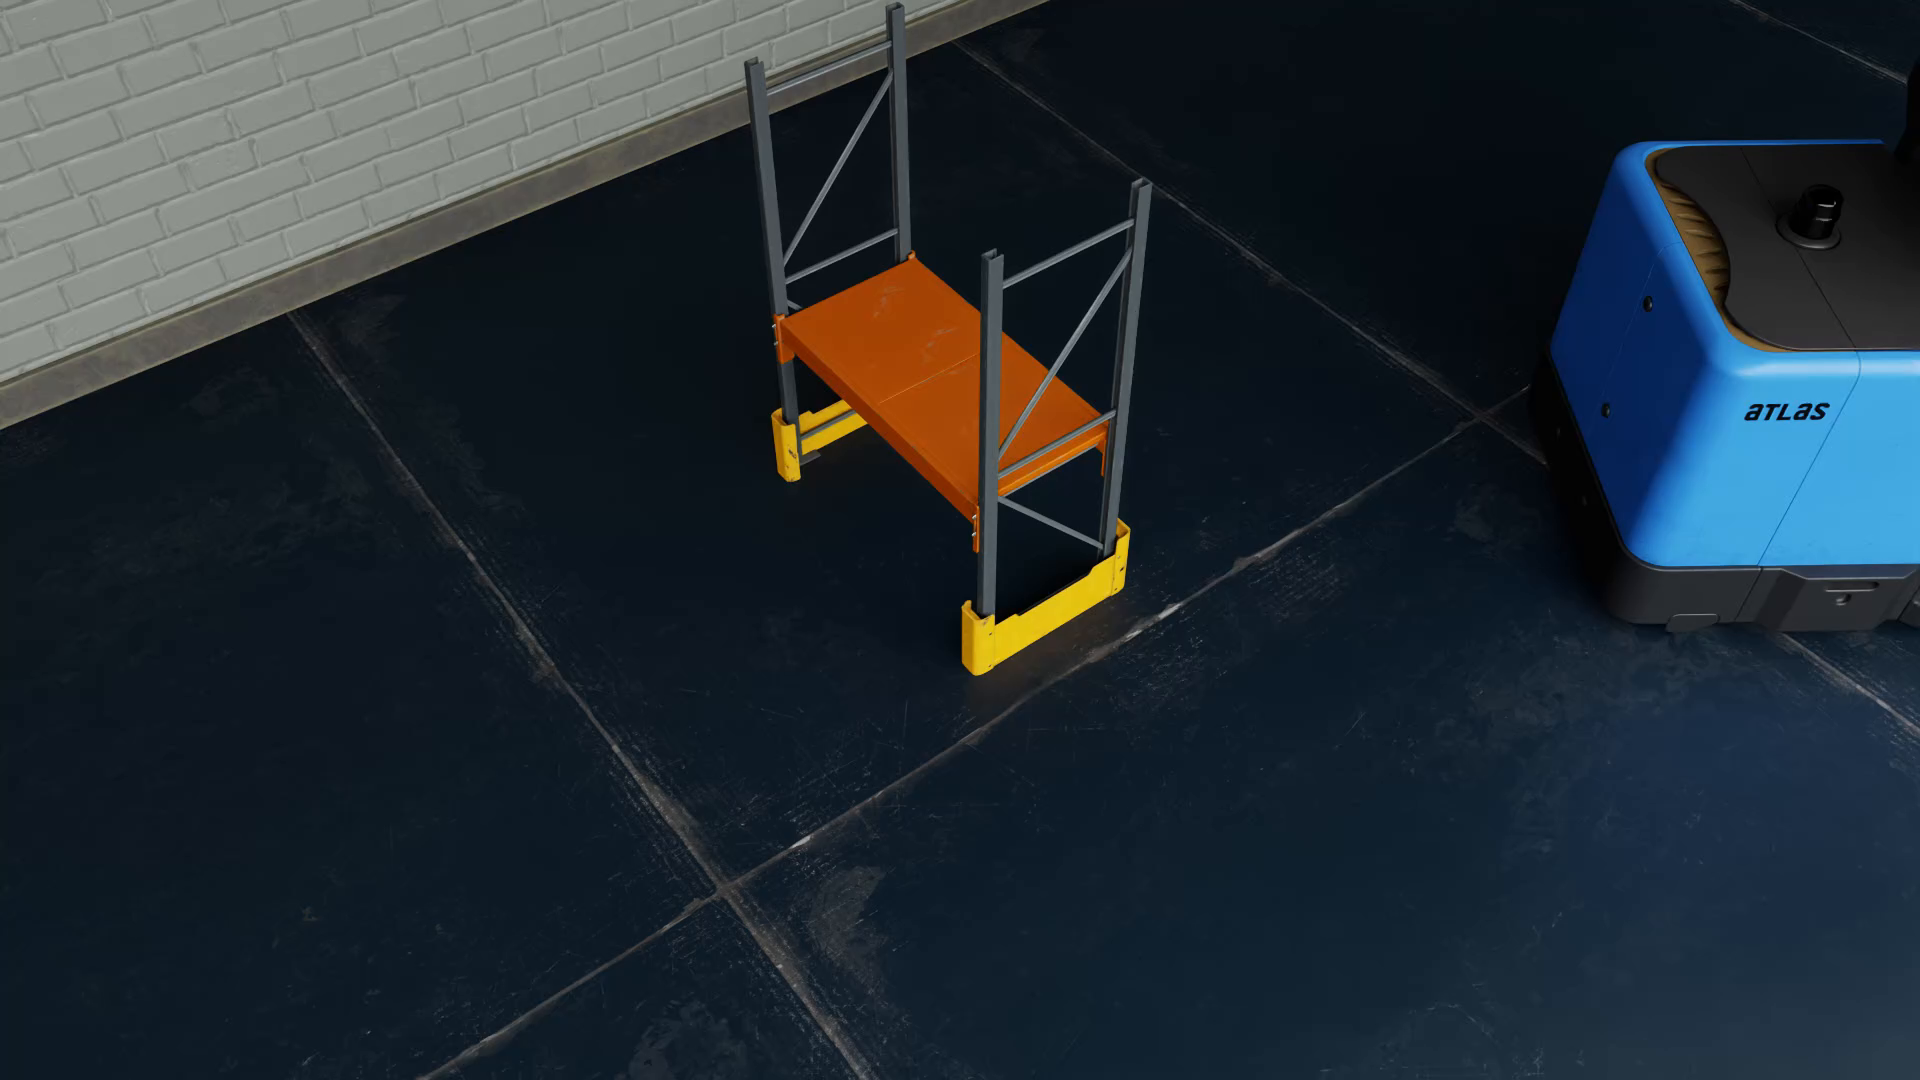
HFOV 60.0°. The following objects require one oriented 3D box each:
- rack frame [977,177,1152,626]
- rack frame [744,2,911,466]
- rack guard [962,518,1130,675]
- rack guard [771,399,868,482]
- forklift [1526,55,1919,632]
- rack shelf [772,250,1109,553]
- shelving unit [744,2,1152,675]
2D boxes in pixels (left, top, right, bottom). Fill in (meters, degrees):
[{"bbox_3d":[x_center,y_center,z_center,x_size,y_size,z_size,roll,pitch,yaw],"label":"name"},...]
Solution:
[{"bbox_3d":[0.256,-0.254,4.468,0.500,1.500,0.032,-29,54,-24],"label":"rack frame"},{"bbox_3d":[-0.359,-0.854,5.012,0.500,1.500,0.032,-29,54,-24],"label":"rack frame"},{"bbox_3d":[0.255,0.165,4.932,0.587,0.250,0.087,-29,54,-24],"label":"rack guard"},{"bbox_3d":[-0.348,-0.423,5.464,0.587,0.250,0.087,-29,54,-24],"label":"rack guard"},{"bbox_3d":[3.419,-1.096,4.265,3.031,2.935,1.130,-1,48,-1],"label":"forklift"},{"bbox_3d":[-0.052,-0.433,4.873,0.538,0.185,1.000,-29,54,-24],"label":"rack shelf"},{"bbox_3d":[-0.046,-0.549,4.735,0.587,1.500,1.083,-29,54,-24],"label":"shelving unit"}]
